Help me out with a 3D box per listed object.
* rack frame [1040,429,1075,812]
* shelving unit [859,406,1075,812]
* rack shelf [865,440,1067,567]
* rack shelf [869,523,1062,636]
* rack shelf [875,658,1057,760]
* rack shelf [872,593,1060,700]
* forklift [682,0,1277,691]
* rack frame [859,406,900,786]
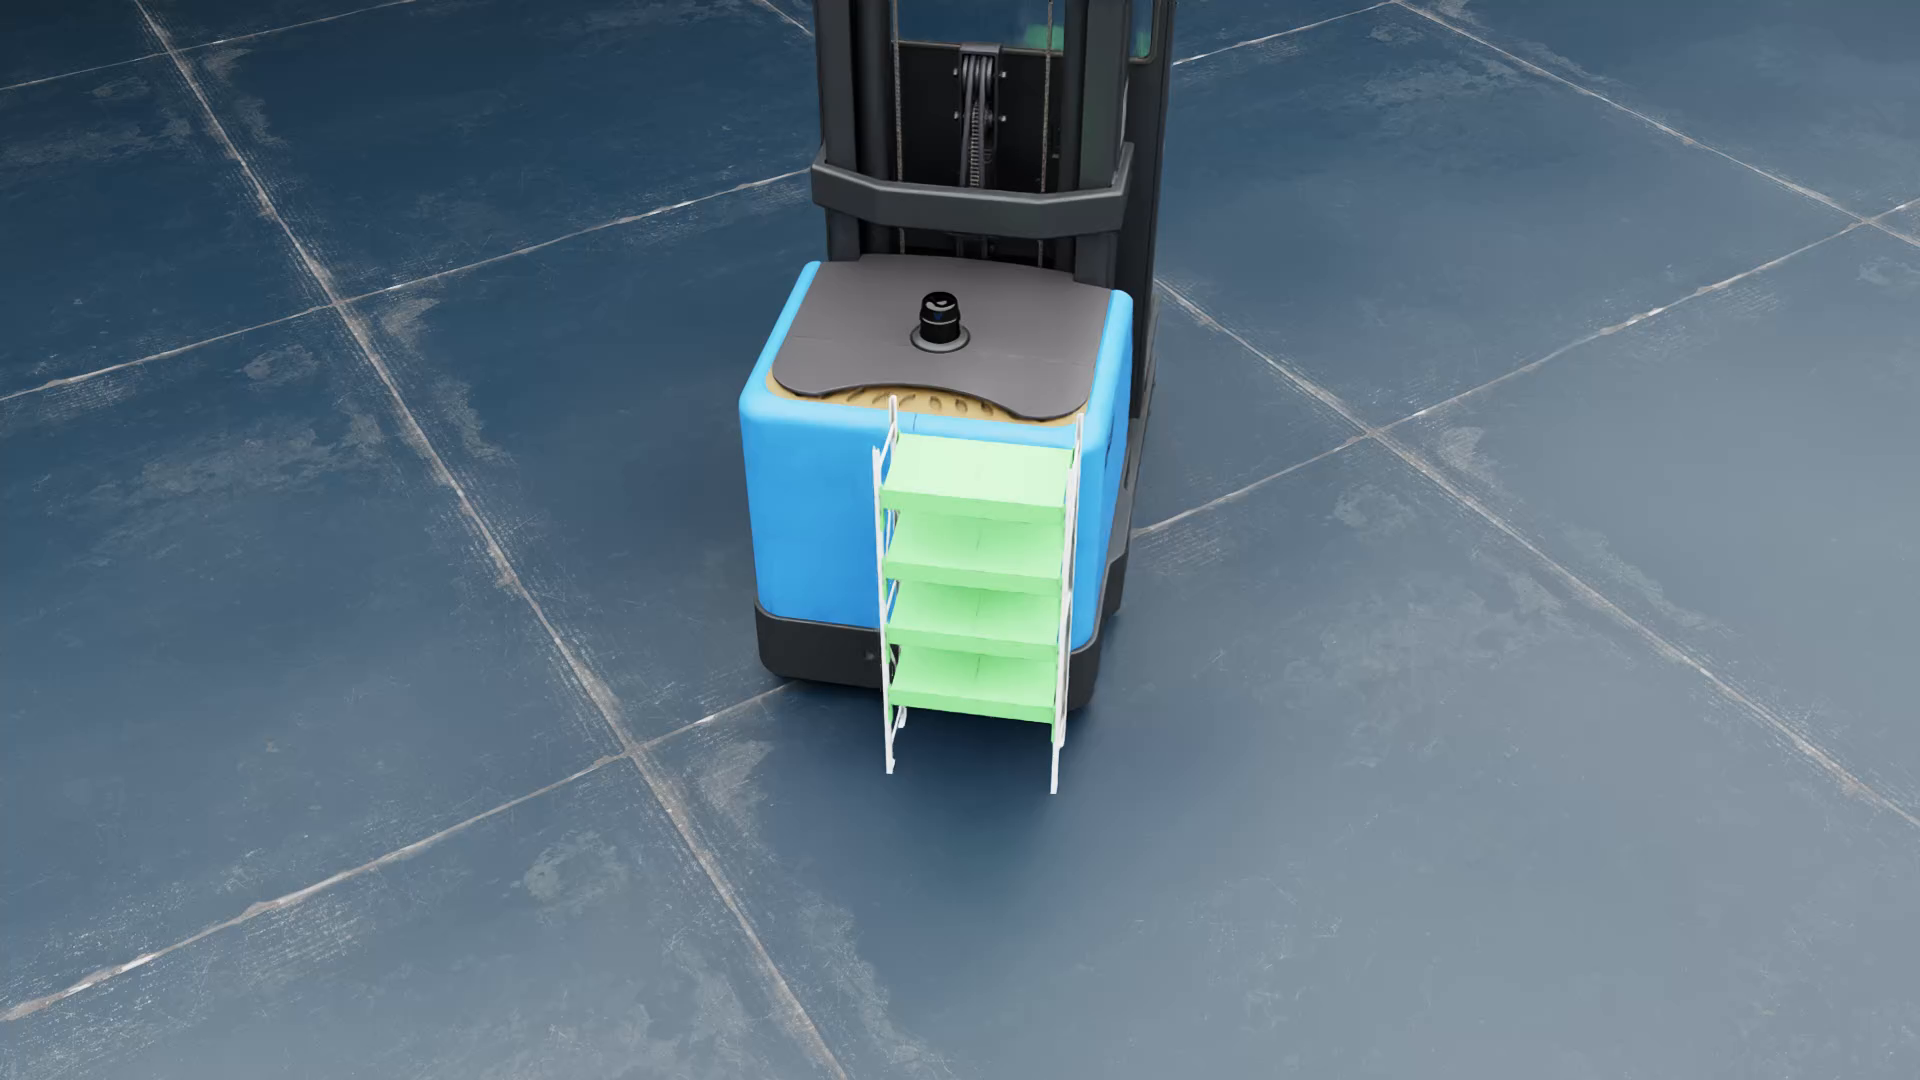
[{"bbox_3d":[0.261,0.252,4.508,0.015,1.200,0.240,8,41,9],"label":"rack frame"},{"bbox_3d":[0.023,0.220,4.547,0.503,1.200,0.258,8,41,9],"label":"shelving unit"},{"bbox_3d":[0.022,-0.097,4.277,0.480,0.148,0.258,8,41,9],"label":"rack shelf"},{"bbox_3d":[0.022,0.086,4.433,0.480,0.148,0.258,8,41,9],"label":"rack shelf"},{"bbox_3d":[0.023,0.451,4.744,0.480,0.148,0.258,8,41,9],"label":"rack shelf"},{"bbox_3d":[0.023,0.268,4.588,0.480,0.148,0.258,8,41,9],"label":"rack shelf"},{"bbox_3d":[0.326,-1.514,5.277,1.130,2.935,3.031,19,43,21],"label":"forklift"},{"bbox_3d":[-0.216,0.187,4.586,0.015,1.200,0.240,8,41,9],"label":"rack frame"}]
